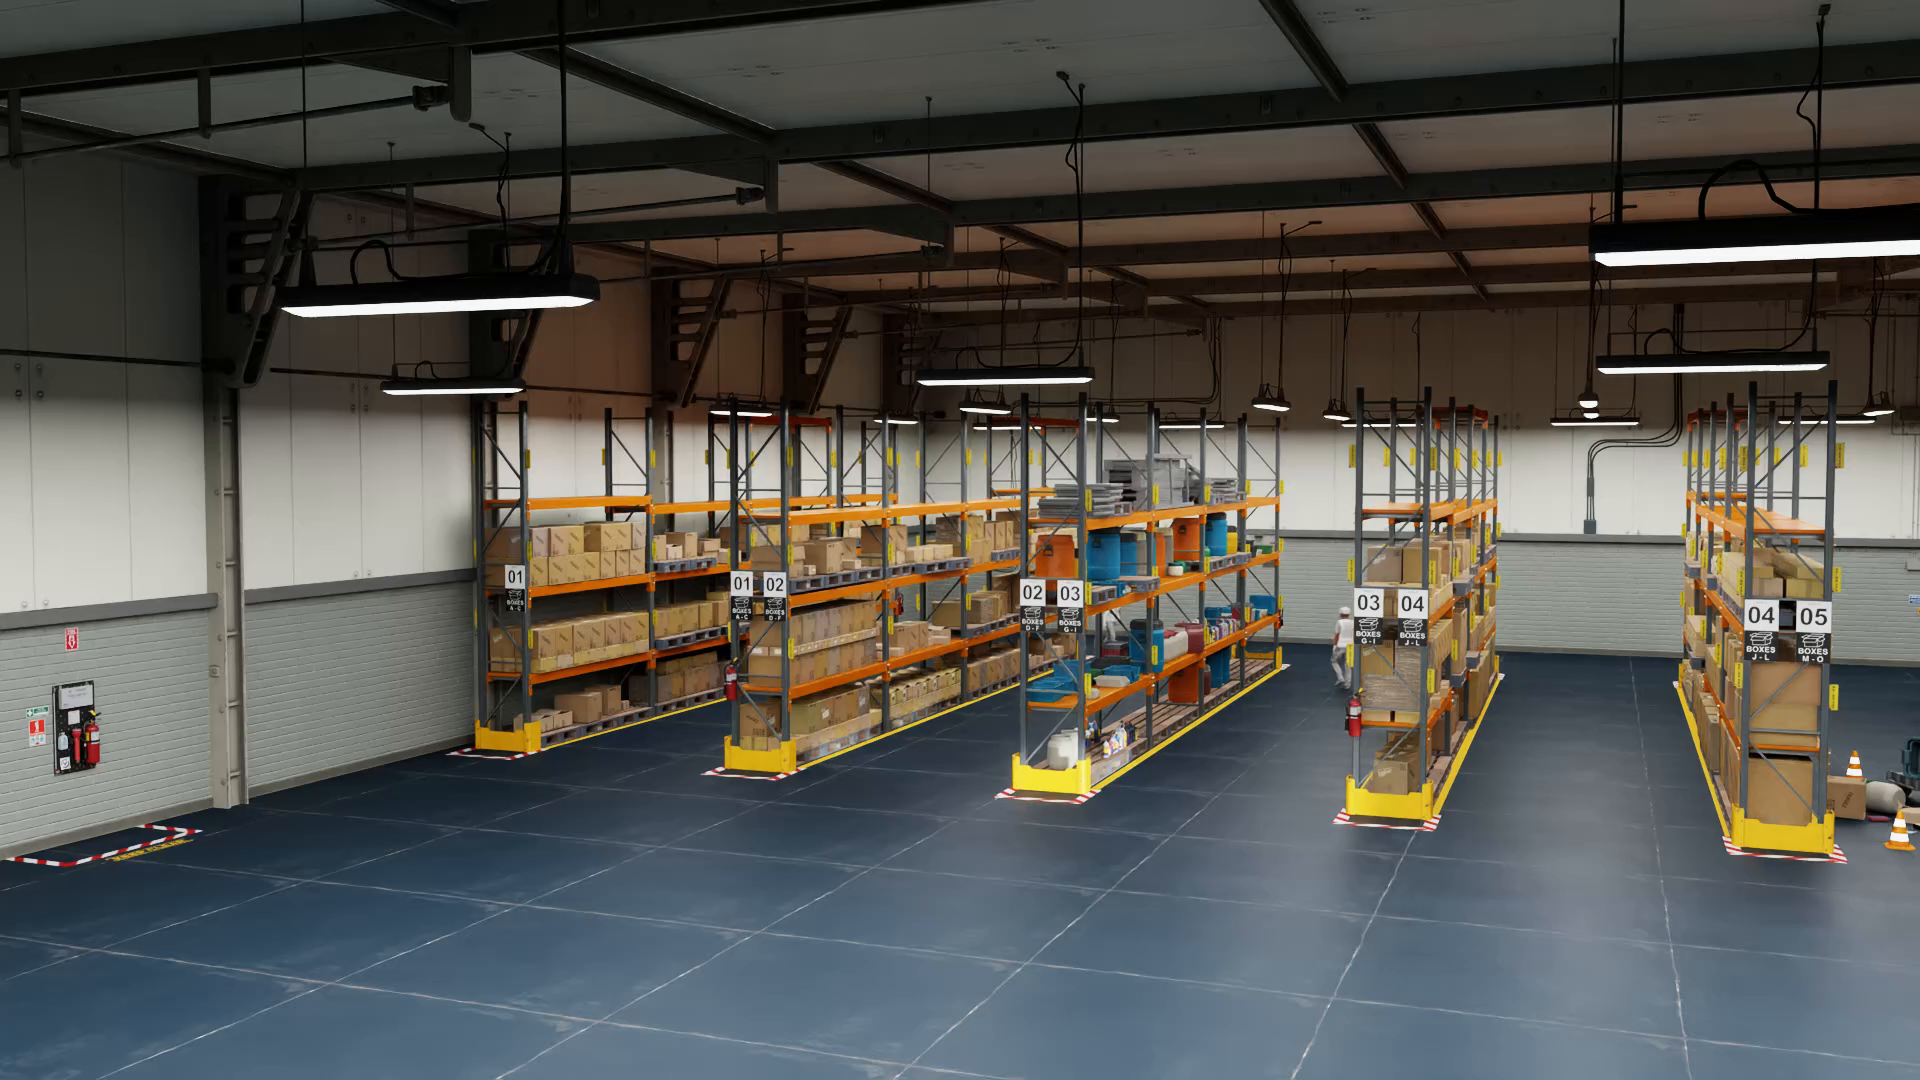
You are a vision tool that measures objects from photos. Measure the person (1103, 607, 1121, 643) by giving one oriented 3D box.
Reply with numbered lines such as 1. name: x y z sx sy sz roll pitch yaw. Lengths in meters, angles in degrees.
1. person: 3.903 2.113 42.404 0.619 1.677 0.523 2 3 35

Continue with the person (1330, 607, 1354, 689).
1. person: 8.396 2.348 36.241 0.609 1.785 0.467 -1 3 -18
